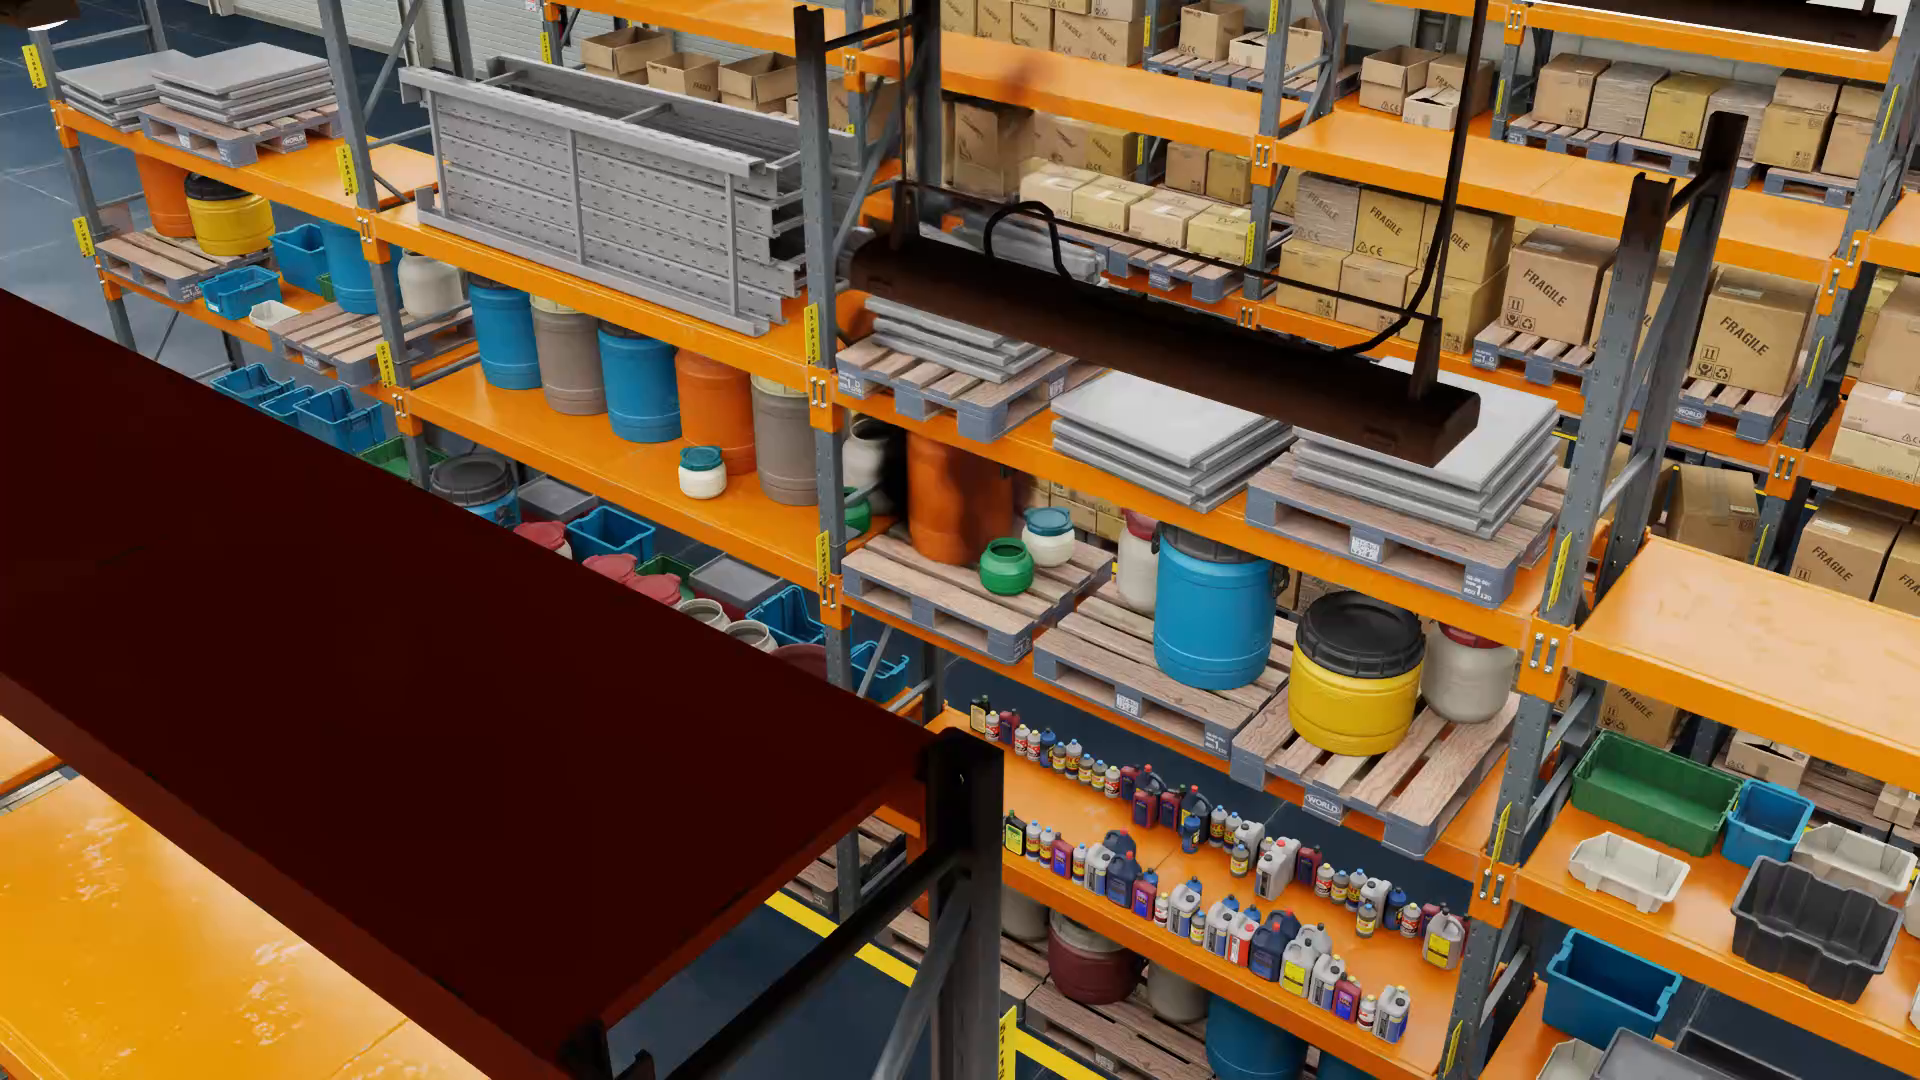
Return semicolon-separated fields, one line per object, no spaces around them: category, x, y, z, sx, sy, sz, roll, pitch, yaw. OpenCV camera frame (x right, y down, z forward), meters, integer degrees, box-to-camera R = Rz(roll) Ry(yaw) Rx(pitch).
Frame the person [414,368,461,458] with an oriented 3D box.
person;-4.980;-1.186;15.634;0.763;1.720;0.548;12;34;19

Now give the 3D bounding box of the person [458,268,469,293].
person;-5.749;-3.255;18.966;0.986;1.743;0.613;-13;34;-20
